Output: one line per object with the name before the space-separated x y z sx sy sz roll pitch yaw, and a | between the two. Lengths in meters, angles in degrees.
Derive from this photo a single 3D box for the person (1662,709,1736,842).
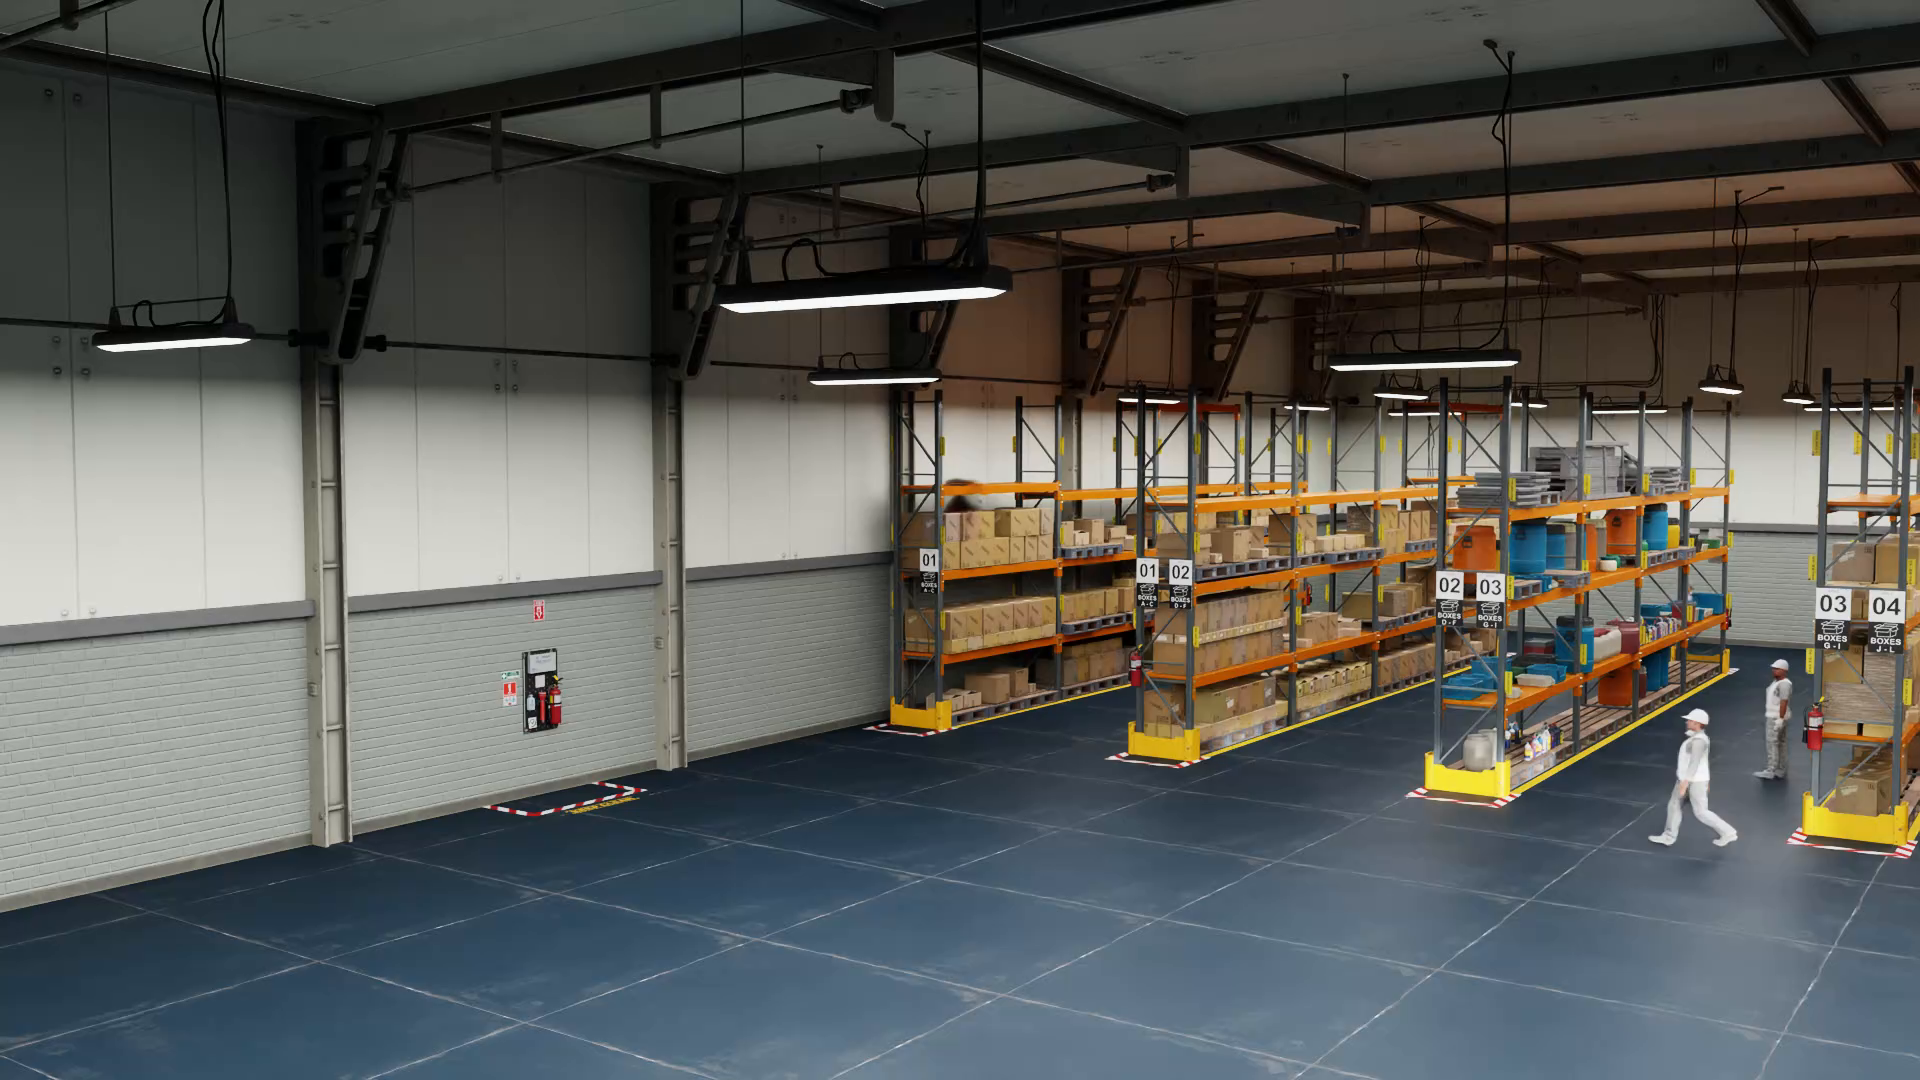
person | 9.189 2.945 20.650 0.813 1.689 0.530 1 3 11

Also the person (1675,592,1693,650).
person | 17.921 1.992 41.001 0.541 1.468 0.398 1 4 25

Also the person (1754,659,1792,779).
person | 12.338 2.695 25.147 0.488 1.786 0.583 3 4 39
